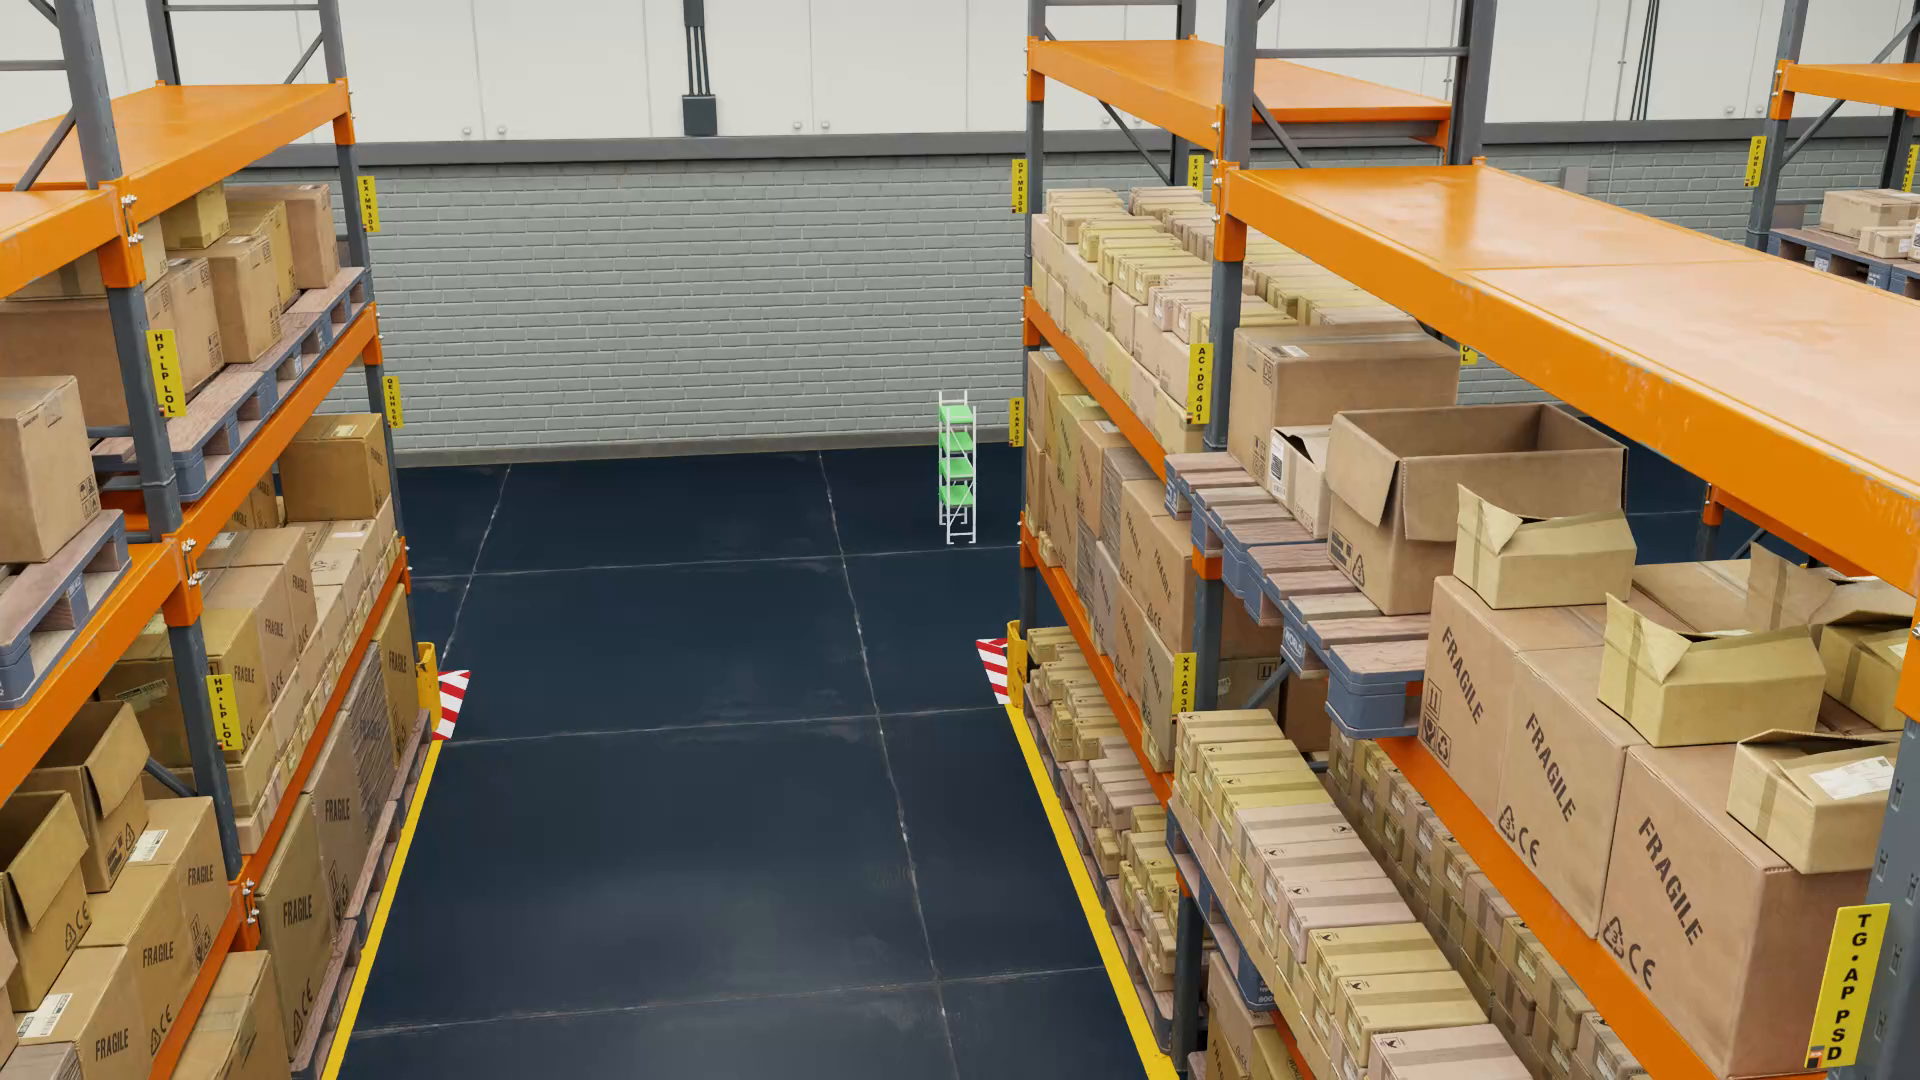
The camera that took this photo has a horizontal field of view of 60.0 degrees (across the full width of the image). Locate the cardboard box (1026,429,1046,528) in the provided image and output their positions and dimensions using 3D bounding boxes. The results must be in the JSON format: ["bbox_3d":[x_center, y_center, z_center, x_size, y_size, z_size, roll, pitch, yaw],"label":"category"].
[{"bbox_3d":[0.698,-0.399,10.429,0.500,0.500,0.500,-2,21,-5],"label":"cardboard box"}]

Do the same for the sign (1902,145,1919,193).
[{"bbox_3d":[6.329,-2.472,11.109,0.100,0.325,0.005,-3,21,-8],"label":"sign"}]

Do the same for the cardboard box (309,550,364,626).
[{"bbox_3d":[-3.538,0.270,8.995,0.500,0.250,0.500,-4,21,-10],"label":"cardboard box"}]

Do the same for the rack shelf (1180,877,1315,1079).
[{"bbox_3d":[1.771,2.032,5.516,1.077,0.370,4.000,-3,21,-8],"label":"rack shelf"}]

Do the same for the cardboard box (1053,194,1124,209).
[{"bbox_3d":[0.747,-1.925,9.727,0.380,0.149,0.250,-2,21,-6],"label":"cardboard box"}]

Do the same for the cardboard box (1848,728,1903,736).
[{"bbox_3d":[2.241,0.725,3.559,0.500,0.500,0.500,-3,21,-8],"label":"cardboard box"}]

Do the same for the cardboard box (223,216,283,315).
[{"bbox_3d":[-3.804,-1.308,8.257,0.700,0.500,0.500,-4,21,-11],"label":"cardboard box"}]

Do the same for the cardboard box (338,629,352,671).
[{"bbox_3d":[-3.419,0.587,8.717,0.380,0.149,0.250,-3,21,-7],"label":"cardboard box"}]

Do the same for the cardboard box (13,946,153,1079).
[{"bbox_3d":[-2.955,1.672,5.311,0.500,0.500,0.500,-3,21,-8],"label":"cardboard box"}]

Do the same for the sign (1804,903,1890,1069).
[{"bbox_3d":[1.522,0.767,2.849,0.100,0.325,0.005,-3,21,-8],"label":"sign"}]

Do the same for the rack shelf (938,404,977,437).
[{"bbox_3d":[-0.024,-1.009,14.014,0.258,0.148,0.480,-3,21,-8],"label":"rack shelf"}]

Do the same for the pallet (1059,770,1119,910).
[{"bbox_3d":[1.172,1.655,9.483,1.003,0.211,1.213,-3,21,-8],"label":"pallet"}]

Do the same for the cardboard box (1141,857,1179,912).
[{"bbox_3d":[1.098,1.666,8.092,0.380,0.149,0.250,-3,21,-7],"label":"cardboard box"}]

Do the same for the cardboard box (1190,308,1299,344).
[{"bbox_3d":[1.167,-0.848,6.841,0.380,0.149,0.250,-4,21,-10],"label":"cardboard box"}]

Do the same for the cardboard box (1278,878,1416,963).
[{"bbox_3d":[1.272,1.252,5.485,0.380,0.149,0.250,-2,21,-6],"label":"cardboard box"}]

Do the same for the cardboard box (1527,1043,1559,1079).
[{"bbox_3d":[2.002,1.685,5.177,0.380,0.149,0.250,-3,21,-7],"label":"cardboard box"}]

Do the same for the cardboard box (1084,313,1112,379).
[{"bbox_3d":[0.941,-1.009,8.558,0.500,0.250,0.500,-3,21,-8],"label":"cardboard box"}]

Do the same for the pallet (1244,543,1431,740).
[{"bbox_3d":[1.619,0.264,5.204,1.213,0.211,1.003,-3,21,-8],"label":"pallet"}]

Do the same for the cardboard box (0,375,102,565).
[{"bbox_3d":[-3.346,-0.230,5.516,0.700,0.500,0.500,-2,21,-6],"label":"cardboard box"}]

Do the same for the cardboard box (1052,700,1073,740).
[{"bbox_3d":[0.764,1.084,10.076,0.380,0.149,0.250,-2,21,-6],"label":"cardboard box"}]

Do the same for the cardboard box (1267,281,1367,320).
[{"bbox_3d":[1.582,-1.046,7.372,0.380,0.149,0.250,-3,21,-8],"label":"cardboard box"}]

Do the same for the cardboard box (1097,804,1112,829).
[{"bbox_3d":[0.969,1.571,9.197,0.380,0.149,0.250,-3,21,-7],"label":"cardboard box"}]

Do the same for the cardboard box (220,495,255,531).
[{"bbox_3d":[-4.062,-0.055,8.795,0.500,0.500,0.500,-3,21,-9],"label":"cardboard box"}]

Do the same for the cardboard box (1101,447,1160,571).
[{"bbox_3d":[1.008,-0.158,8.354,0.500,0.500,0.500,-2,21,-6],"label":"cardboard box"}]

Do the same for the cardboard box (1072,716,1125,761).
[{"bbox_3d":[0.855,1.131,9.524,0.380,0.149,0.250,-3,21,-7],"label":"cardboard box"}]

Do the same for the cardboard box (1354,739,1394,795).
[{"bbox_3d":[1.774,0.867,6.516,0.380,0.149,0.250,-4,21,-9],"label":"cardboard box"}]

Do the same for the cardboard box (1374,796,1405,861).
[{"bbox_3d":[1.808,1.089,6.346,0.380,0.149,0.250,-2,21,-5],"label":"cardboard box"}]

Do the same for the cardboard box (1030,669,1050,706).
[{"bbox_3d":[0.665,0.954,10.849,0.380,0.149,0.250,-2,21,-7],"label":"cardboard box"}]

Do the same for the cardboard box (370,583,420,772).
[{"bbox_3d":[-3.845,0.849,10.092,0.875,0.875,0.875,-3,21,-8],"label":"cardboard box"}]

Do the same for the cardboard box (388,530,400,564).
[{"bbox_3d":[-3.639,0.057,10.134,0.380,0.149,0.250,-3,21,-7],"label":"cardboard box"}]

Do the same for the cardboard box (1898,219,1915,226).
[{"bbox_3d":[6.084,-1.905,10.360,0.380,0.149,0.250,-5,21,-12],"label":"cardboard box"}]

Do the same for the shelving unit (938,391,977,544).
[{"bbox_3d":[-0.024,-0.619,14.160,0.258,1.200,0.503,-3,21,-8],"label":"shelving unit"}]

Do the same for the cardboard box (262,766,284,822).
[{"bbox_3d":[-3.191,1.126,7.275,0.380,0.149,0.250,-4,21,-10],"label":"cardboard box"}]

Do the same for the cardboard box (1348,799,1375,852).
[{"bbox_3d":[1.774,1.141,6.632,0.380,0.149,0.250,-3,21,-7],"label":"cardboard box"}]

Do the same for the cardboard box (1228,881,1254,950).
[{"bbox_3d":[1.198,1.353,6.066,0.380,0.149,0.250,-3,21,-7],"label":"cardboard box"}]

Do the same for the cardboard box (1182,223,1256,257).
[{"bbox_3d":[1.398,-1.593,8.836,0.380,0.149,0.250,-2,21,-7],"label":"cardboard box"}]

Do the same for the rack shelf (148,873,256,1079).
[{"bbox_3d":[-3.151,2.247,4.940,1.077,0.370,4.000,-3,21,-8],"label":"rack shelf"}]

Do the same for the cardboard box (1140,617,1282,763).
[{"bbox_3d":[1.134,0.663,7.585,0.500,0.500,0.500,-3,21,-8],"label":"cardboard box"}]

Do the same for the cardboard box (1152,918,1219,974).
[{"bbox_3d":[1.123,1.909,7.866,0.380,0.149,0.250,-3,21,-7],"label":"cardboard box"}]

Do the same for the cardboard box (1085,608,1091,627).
[{"bbox_3d":[0.904,0.402,9.212,0.380,0.149,0.250,-2,21,-6],"label":"cardboard box"}]

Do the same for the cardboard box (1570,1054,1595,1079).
[{"bbox_3d":[2.034,1.632,4.893,0.380,0.149,0.250,-3,21,-8],"label":"cardboard box"}]

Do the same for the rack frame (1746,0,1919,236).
[{"bbox_3d":[5.790,-3.477,10.665,1.000,3.000,0.127,-3,21,-8],"label":"rack frame"}]

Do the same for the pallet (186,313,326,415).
[{"bbox_3d":[-3.720,-0.851,8.047,1.003,0.211,1.213,-3,21,-8],"label":"pallet"}]

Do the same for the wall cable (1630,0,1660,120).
[{"bbox_3d":[8.198,-5.614,16.333,2.988,3.039,0.133,-3,21,-8],"label":"wall cable"}]

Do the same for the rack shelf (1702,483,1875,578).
[{"bbox_3d":[6.079,0.363,9.986,1.077,0.370,4.000,-3,21,-8],"label":"rack shelf"}]

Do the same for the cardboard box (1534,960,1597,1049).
[{"bbox_3d":[1.994,1.405,5.075,0.380,0.149,0.250,-2,21,-6],"label":"cardboard box"}]

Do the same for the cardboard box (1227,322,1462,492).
[{"bbox_3d":[1.429,-0.509,6.262,0.700,0.500,0.500,-3,21,-8],"label":"cardboard box"}]

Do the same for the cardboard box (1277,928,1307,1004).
[{"bbox_3d":[1.279,1.398,5.520,0.380,0.149,0.250,-3,21,-9],"label":"cardboard box"}]

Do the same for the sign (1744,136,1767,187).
[{"bbox_3d":[5.240,-2.493,10.953,0.100,0.325,0.005,-3,21,-8],"label":"sign"}]

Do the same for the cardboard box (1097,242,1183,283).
[{"bbox_3d":[0.899,-1.381,8.269,0.380,0.149,0.250,-3,21,-9],"label":"cardboard box"}]

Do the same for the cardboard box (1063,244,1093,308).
[{"bbox_3d":[0.850,-1.430,8.970,0.500,0.250,0.500,-3,21,-7],"label":"cardboard box"}]
